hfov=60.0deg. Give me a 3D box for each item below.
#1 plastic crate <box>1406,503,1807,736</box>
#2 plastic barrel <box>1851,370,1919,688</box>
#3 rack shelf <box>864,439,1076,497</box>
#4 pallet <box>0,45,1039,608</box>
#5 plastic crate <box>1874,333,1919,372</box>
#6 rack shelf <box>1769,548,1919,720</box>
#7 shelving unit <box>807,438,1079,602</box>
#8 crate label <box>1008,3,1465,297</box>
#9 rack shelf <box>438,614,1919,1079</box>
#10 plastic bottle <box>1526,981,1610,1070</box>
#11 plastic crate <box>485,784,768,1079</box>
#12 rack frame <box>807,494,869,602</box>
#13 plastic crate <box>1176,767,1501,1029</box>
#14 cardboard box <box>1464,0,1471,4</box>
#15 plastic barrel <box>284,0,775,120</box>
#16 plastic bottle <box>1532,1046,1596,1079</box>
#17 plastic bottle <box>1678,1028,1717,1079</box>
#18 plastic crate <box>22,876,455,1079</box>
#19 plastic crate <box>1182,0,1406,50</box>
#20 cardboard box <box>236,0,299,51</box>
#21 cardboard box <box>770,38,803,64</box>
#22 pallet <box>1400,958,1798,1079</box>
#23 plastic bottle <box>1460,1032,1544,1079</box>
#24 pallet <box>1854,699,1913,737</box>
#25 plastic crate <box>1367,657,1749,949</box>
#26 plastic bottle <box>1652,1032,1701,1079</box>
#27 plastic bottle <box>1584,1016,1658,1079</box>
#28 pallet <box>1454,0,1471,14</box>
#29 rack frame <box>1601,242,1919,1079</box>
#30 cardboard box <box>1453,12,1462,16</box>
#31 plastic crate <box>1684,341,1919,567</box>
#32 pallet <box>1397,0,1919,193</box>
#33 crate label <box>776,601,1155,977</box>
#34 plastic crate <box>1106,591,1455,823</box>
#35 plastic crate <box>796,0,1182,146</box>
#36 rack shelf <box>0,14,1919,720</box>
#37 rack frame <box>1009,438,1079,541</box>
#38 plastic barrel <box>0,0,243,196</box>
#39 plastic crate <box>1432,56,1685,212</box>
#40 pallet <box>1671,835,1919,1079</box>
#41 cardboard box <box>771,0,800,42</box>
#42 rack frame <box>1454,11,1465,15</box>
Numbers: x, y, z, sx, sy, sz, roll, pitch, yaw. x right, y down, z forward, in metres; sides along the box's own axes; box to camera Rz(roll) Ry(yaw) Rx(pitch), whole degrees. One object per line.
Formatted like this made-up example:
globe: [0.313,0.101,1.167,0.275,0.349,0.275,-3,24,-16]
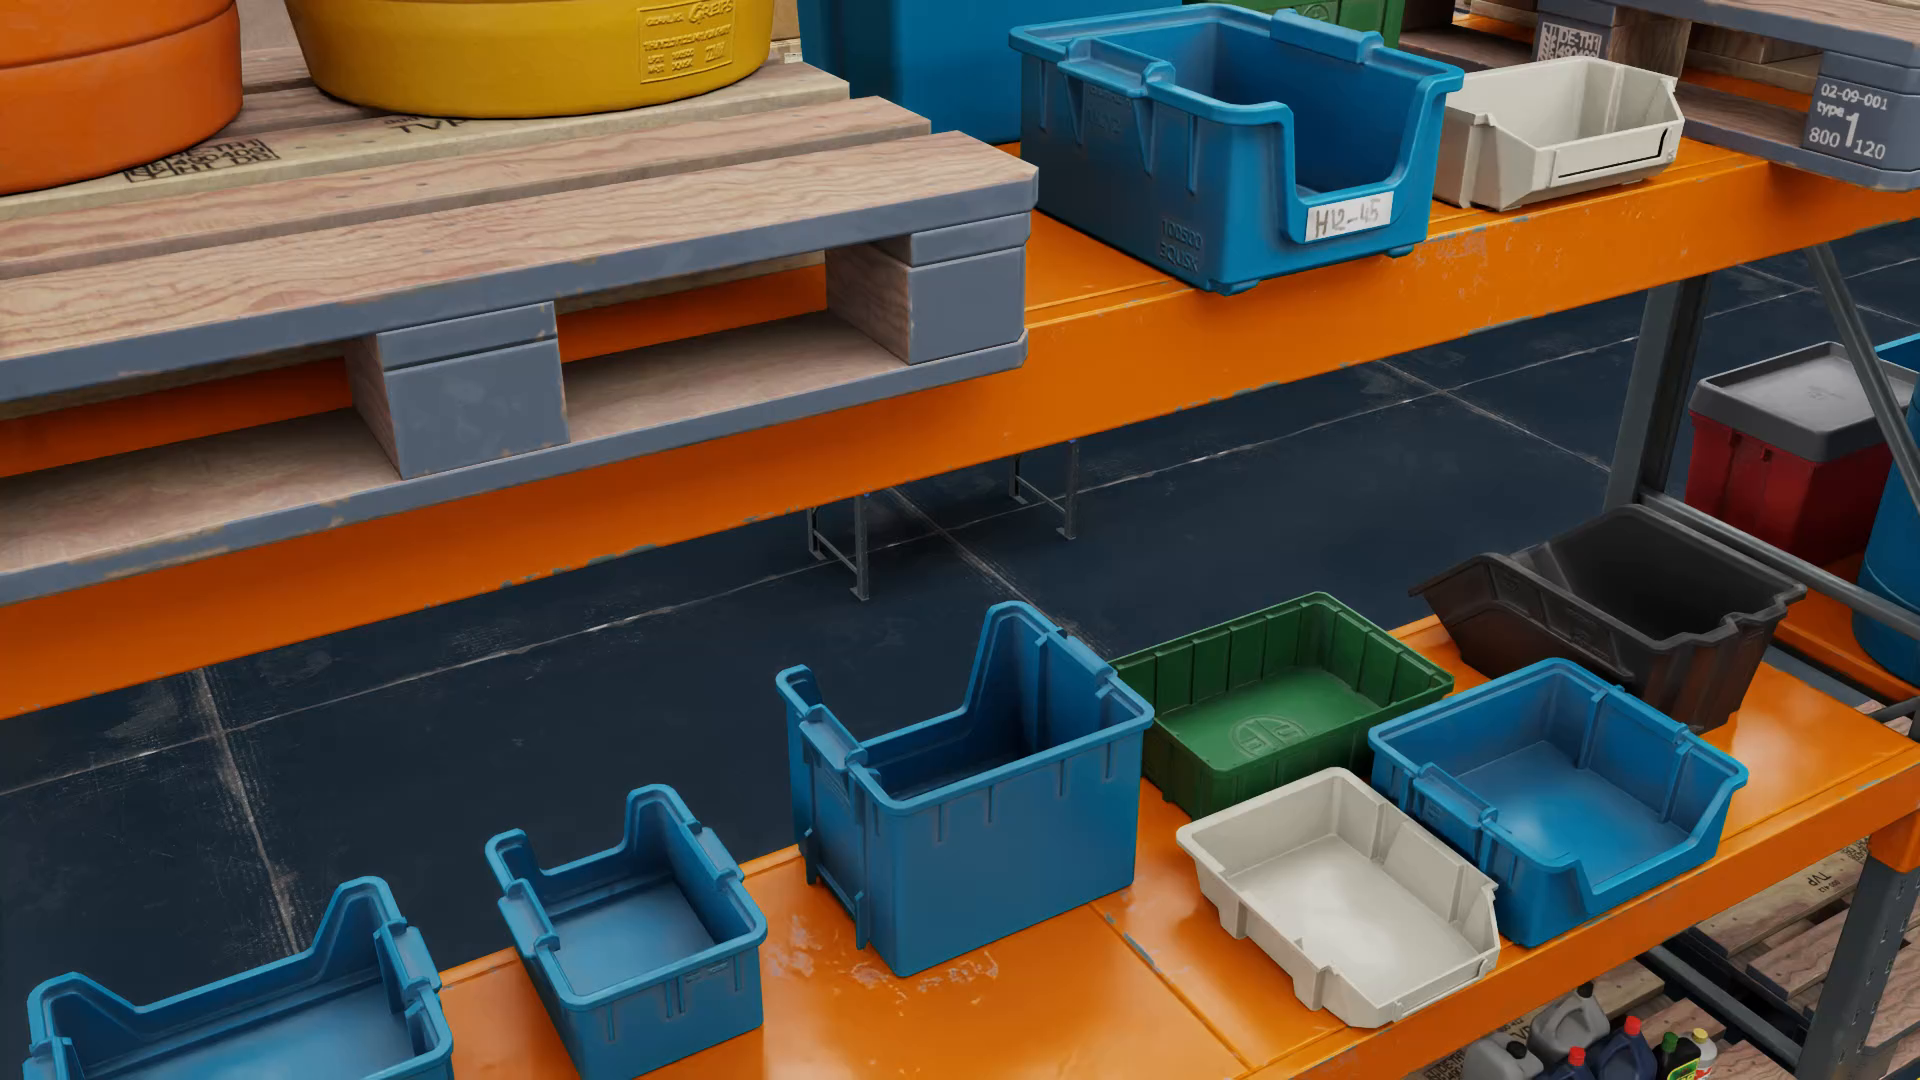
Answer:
plastic crate: [1.487,0.169,3.903,0.504,0.338,0.767,-16,33,-26]
plastic barrel: [2.489,-0.121,3.845,0.708,0.901,0.600,-16,33,-26]
rack shelf: [-0.074,-0.478,6.937,1.000,0.185,0.538,-16,33,-26]
pallet: [-0.683,-0.346,1.864,1.213,0.211,1.003,-16,33,-26]
plastic crate: [2.796,-0.325,4.752,0.575,0.384,0.392,-16,33,-26]
rack shelf: [3.727,-0.107,5.085,4.000,0.370,1.077,-16,33,-26]
shelving unit: [-0.074,-0.636,6.850,1.048,1.500,0.538,-16,33,-26]
crate label: [0.335,-0.522,2.142,0.408,0.251,0.502,-16,33,-26]
rack shelf: [0.278,0.872,3.311,4.000,0.370,1.077,-16,33,-26]
plastic bottle: [1.520,1.252,4.163,0.185,0.351,0.144,-16,33,-26]
plastic crate: [-0.603,0.708,3.017,0.408,0.251,0.499,-16,33,-26]
rack frame: [-0.512,-0.511,6.624,0.032,1.500,0.500,-16,33,-26]
plastic crate: [0.731,0.686,3.176,0.437,0.136,0.530,-16,33,-26]
cardboard box: [3.431,-3.405,9.778,0.700,0.500,0.500,22,36,34]
plastic barrel: [-0.528,-0.865,1.980,0.600,0.588,0.600,0,29,0]
plastic bottle: [1.428,1.359,3.969,0.185,0.351,0.144,-18,33,-29]
plastic bottle: [1.848,1.318,4.198,0.097,0.201,0.097,0,29,0]
plastic crate: [-1.166,0.864,2.733,0.616,0.251,0.499,-16,33,-26]
plastic crate: [0.504,-0.881,2.856,0.450,0.188,0.336,-16,33,-26]
cardboard box: [-2.613,-2.007,6.335,0.500,0.500,0.700,-16,33,-26]
cardboard box: [-0.844,-2.110,7.193,0.250,0.149,0.380,-17,33,-27]
pallet: [1.402,1.435,4.431,1.213,0.211,1.003,-16,33,-26]
plastic bottle: [1.331,1.336,4.088,0.135,0.276,0.152,-16,33,-26]
pallet: [3.713,0.779,5.620,1.213,0.211,1.003,-16,33,-26]
plastic crate: [1.186,0.516,3.364,0.616,0.251,0.499,-16,33,-26]
plastic bottle: [1.755,1.319,4.112,0.133,0.283,0.061,-14,32,-24]
plastic bottle: [1.593,1.312,4.054,0.185,0.351,0.144,-17,33,-28]
pallet: [3.494,-3.088,9.939,1.003,0.211,1.213,-16,33,-26]
rack frame: [2.003,0.067,4.024,0.127,3.000,1.000,-16,33,-26]
cardboard box: [2.609,-2.867,9.432,0.500,0.311,0.500,-14,32,-23]
plastic crate: [2.265,-0.207,4.454,0.583,0.464,0.402,-16,33,-26]
pallet: [1.430,-0.946,2.951,1.003,0.211,1.213,-16,33,-26]
crate label: [0.004,0.468,3.262,0.616,0.435,0.502,-16,33,-26]
plastic crate: [0.689,0.375,3.686,0.662,0.188,0.450,-16,33,-26]
plastic crate: [0.045,-0.852,2.602,0.575,0.384,0.392,-16,33,-26]
rack shelf: [0.278,-0.442,2.586,4.000,0.370,1.077,-16,33,-26]
rack frame: [0.365,-0.760,7.075,0.032,1.500,0.500,-16,33,-26]
plastic barrel: [-1.091,-0.811,1.631,0.708,0.830,0.600,-16,33,-26]
plastic crate: [0.824,-0.569,2.346,0.396,0.136,0.243,-16,33,-26]
pallet: [2.660,1.080,5.075,1.213,0.211,1.003,-16,33,-26]
cardboard box: [-0.883,-2.498,7.225,0.500,0.500,0.700,-16,33,-26]
rack frame: [2.945,-2.976,9.539,0.127,3.000,1.000,-16,33,-26]
